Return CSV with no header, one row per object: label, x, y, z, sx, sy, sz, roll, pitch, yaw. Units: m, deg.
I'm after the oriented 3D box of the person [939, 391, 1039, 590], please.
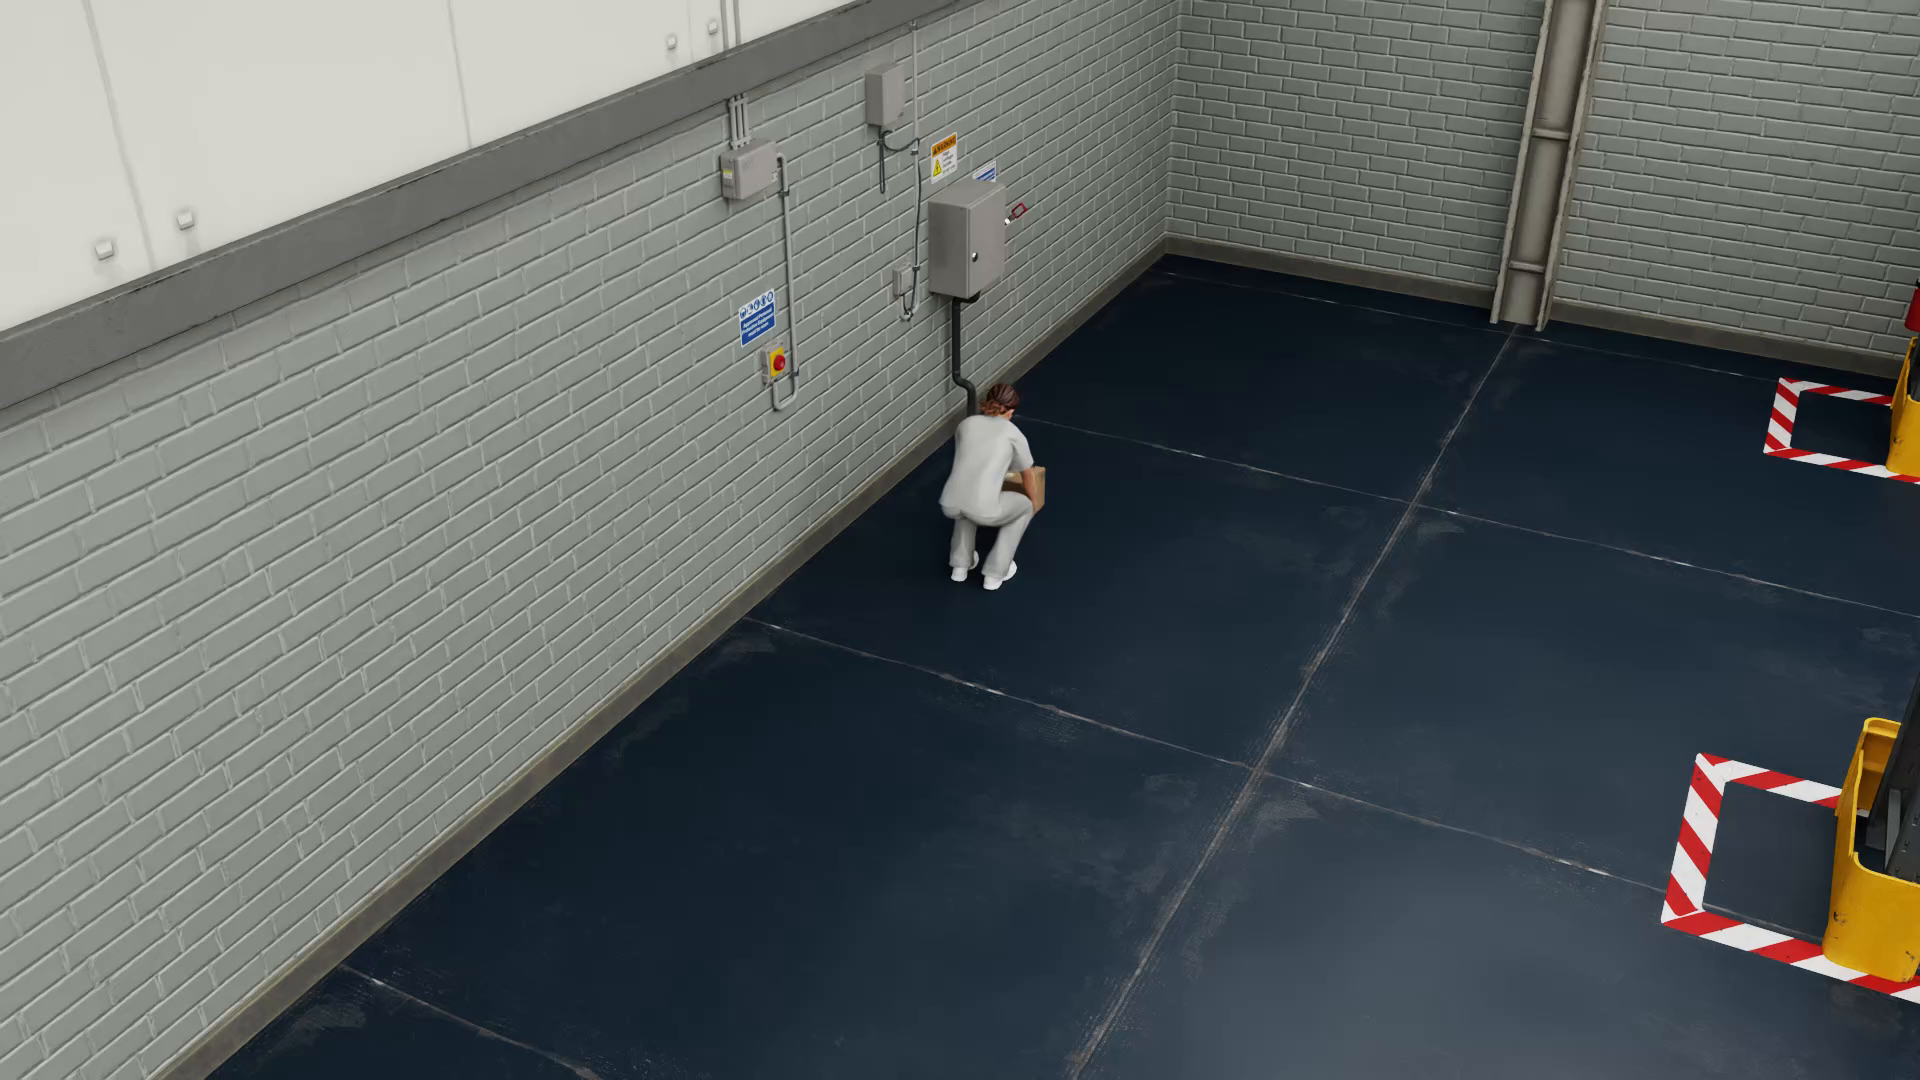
person,0.149,-0.279,9.451,0.488,0.992,0.782,14,33,23
